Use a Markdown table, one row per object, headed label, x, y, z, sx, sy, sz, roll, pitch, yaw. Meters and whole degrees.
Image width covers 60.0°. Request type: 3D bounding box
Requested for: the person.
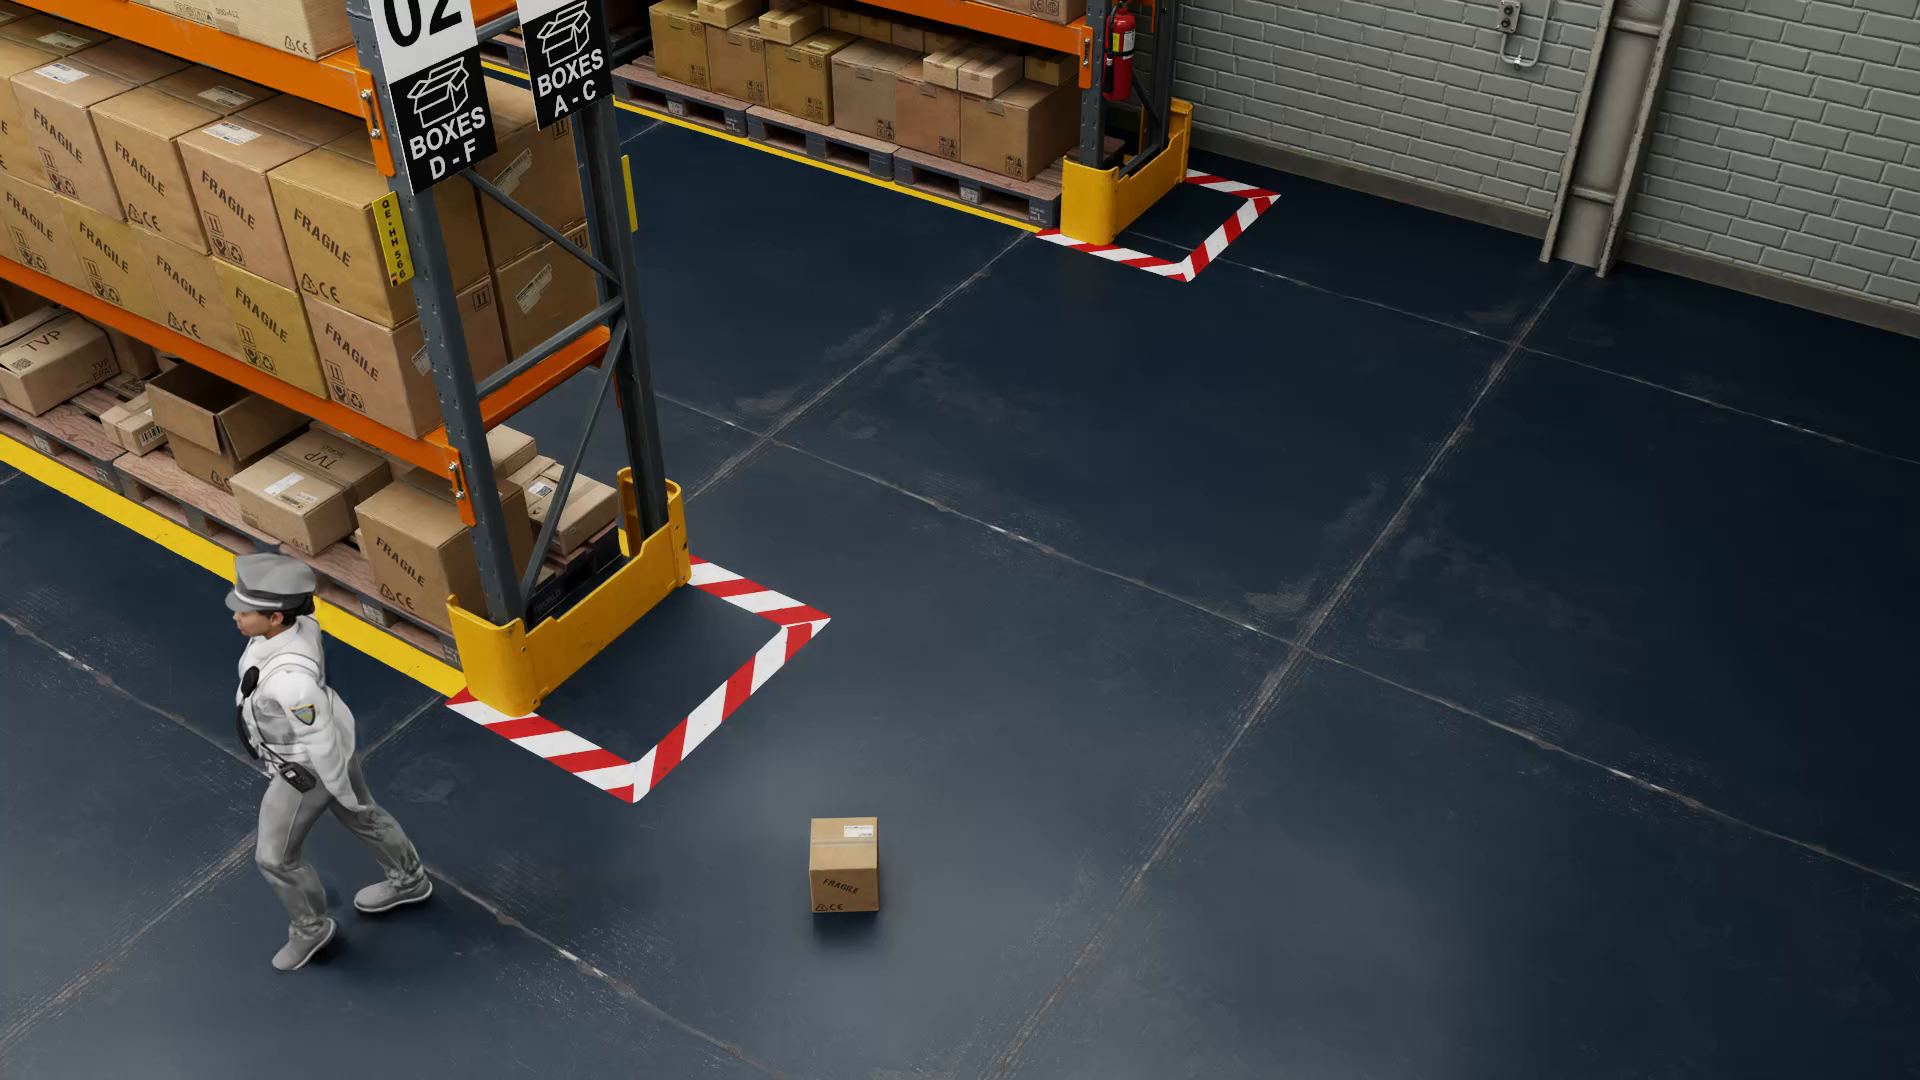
| label | x | y | z | sx | sy | sz | roll | pitch | yaw |
| --- | --- | --- | --- | --- | --- | --- | --- | --- | --- |
| person | -2.269 | 0.766 | 5.721 | 0.588 | 1.750 | 0.486 | -9 | 40 | -11 |
